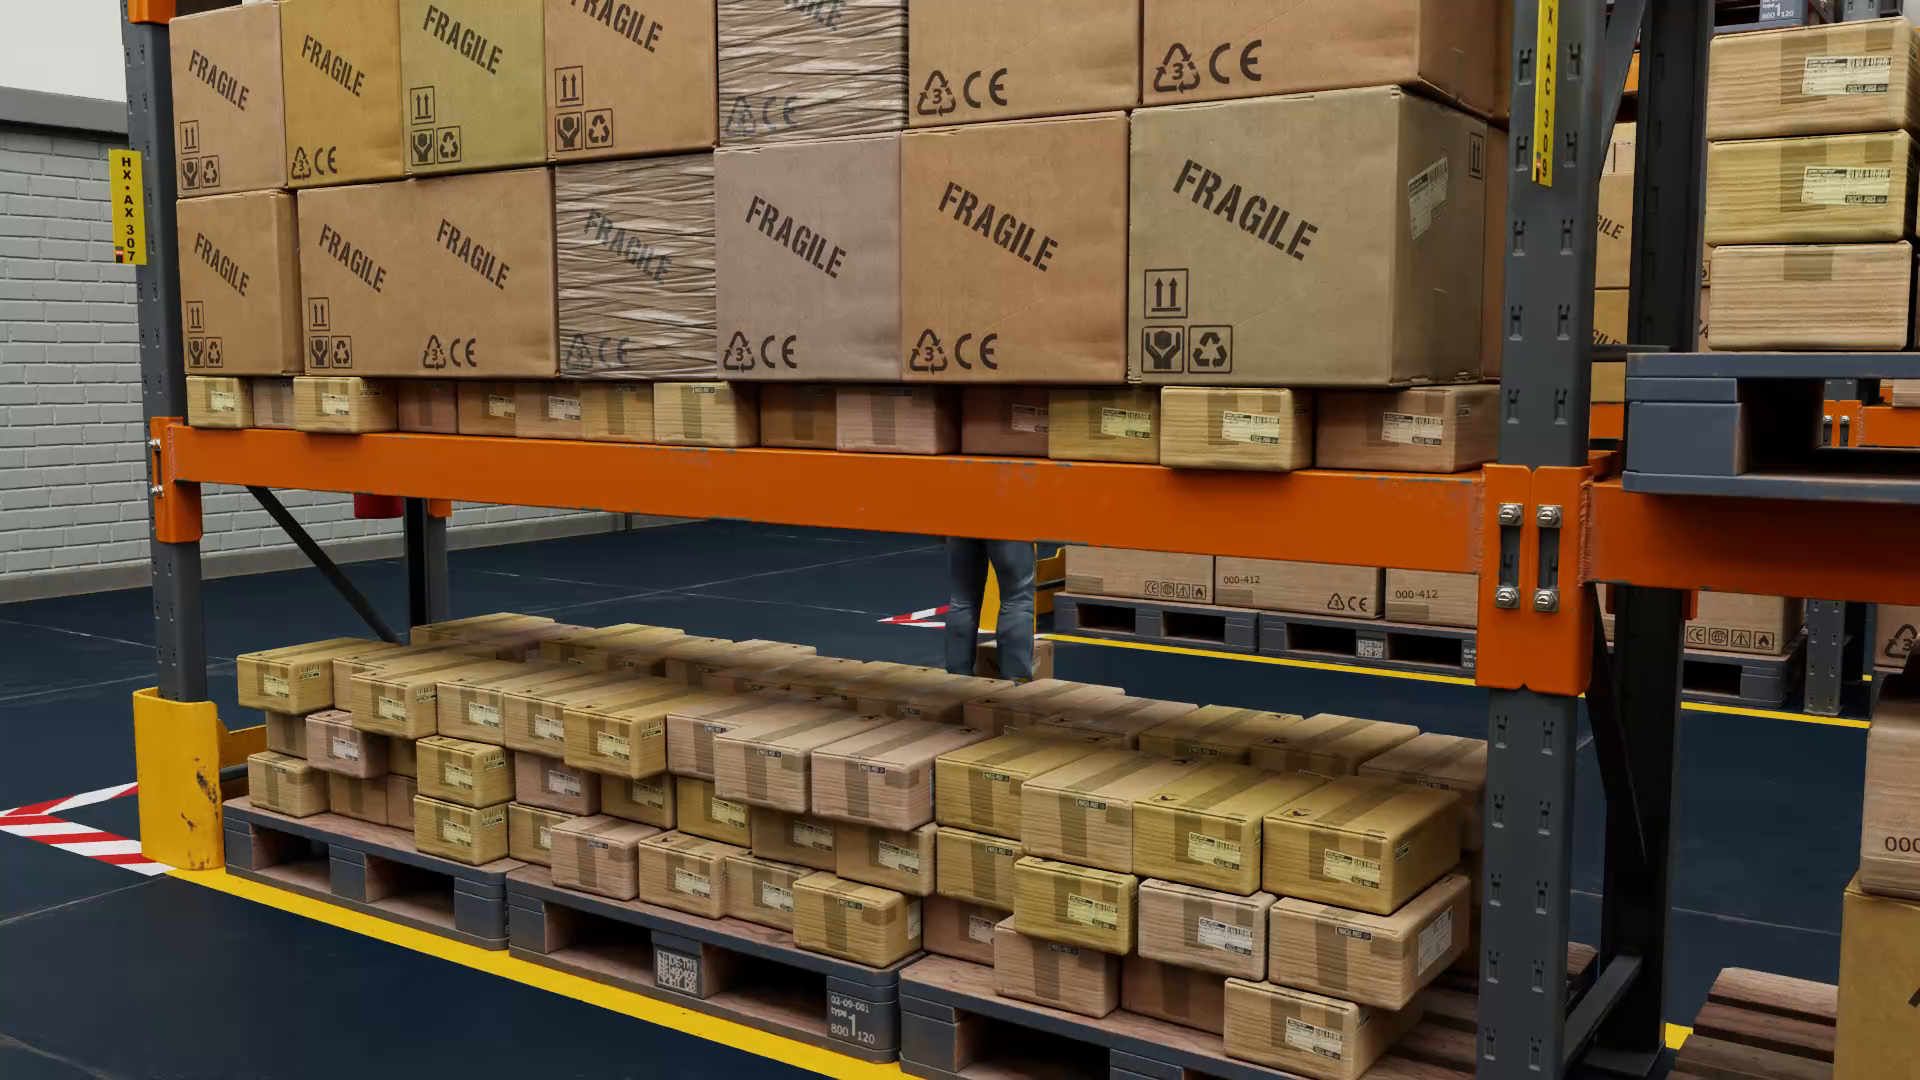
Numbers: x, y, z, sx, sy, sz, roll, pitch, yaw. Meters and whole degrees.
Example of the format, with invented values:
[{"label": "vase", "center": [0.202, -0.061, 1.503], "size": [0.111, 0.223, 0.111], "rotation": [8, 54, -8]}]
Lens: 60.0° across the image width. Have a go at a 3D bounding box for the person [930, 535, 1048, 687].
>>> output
[{"label": "person", "center": [0.122, -0.148, 7.057], "size": [0.622, 1.759, 0.462], "rotation": [4, 7, 31]}]
